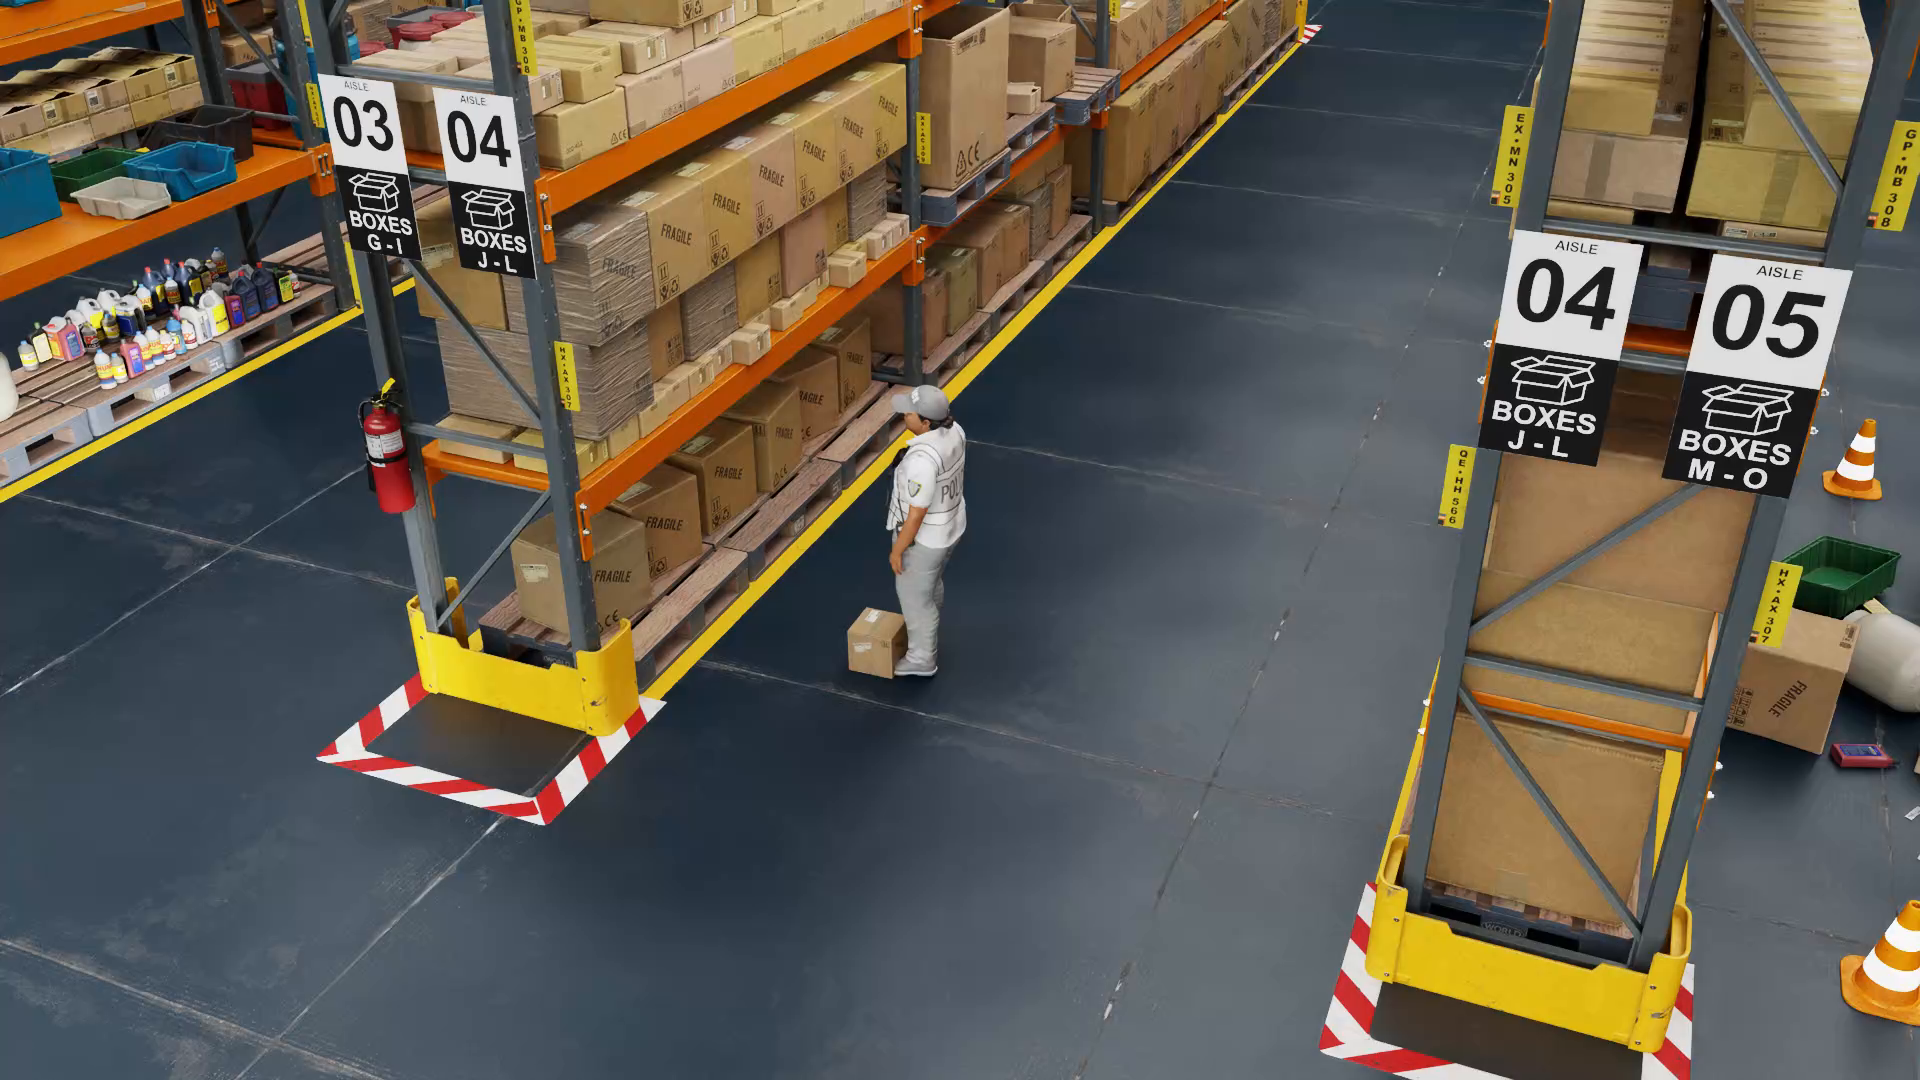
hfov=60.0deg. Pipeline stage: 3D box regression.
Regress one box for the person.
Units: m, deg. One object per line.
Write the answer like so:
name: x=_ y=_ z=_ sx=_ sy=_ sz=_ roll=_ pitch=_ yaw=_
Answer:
person: x=-0.242 y=-0.060 z=8.469 sx=0.525 sy=1.669 sz=0.598 roll=11 pitch=32 yaw=19
